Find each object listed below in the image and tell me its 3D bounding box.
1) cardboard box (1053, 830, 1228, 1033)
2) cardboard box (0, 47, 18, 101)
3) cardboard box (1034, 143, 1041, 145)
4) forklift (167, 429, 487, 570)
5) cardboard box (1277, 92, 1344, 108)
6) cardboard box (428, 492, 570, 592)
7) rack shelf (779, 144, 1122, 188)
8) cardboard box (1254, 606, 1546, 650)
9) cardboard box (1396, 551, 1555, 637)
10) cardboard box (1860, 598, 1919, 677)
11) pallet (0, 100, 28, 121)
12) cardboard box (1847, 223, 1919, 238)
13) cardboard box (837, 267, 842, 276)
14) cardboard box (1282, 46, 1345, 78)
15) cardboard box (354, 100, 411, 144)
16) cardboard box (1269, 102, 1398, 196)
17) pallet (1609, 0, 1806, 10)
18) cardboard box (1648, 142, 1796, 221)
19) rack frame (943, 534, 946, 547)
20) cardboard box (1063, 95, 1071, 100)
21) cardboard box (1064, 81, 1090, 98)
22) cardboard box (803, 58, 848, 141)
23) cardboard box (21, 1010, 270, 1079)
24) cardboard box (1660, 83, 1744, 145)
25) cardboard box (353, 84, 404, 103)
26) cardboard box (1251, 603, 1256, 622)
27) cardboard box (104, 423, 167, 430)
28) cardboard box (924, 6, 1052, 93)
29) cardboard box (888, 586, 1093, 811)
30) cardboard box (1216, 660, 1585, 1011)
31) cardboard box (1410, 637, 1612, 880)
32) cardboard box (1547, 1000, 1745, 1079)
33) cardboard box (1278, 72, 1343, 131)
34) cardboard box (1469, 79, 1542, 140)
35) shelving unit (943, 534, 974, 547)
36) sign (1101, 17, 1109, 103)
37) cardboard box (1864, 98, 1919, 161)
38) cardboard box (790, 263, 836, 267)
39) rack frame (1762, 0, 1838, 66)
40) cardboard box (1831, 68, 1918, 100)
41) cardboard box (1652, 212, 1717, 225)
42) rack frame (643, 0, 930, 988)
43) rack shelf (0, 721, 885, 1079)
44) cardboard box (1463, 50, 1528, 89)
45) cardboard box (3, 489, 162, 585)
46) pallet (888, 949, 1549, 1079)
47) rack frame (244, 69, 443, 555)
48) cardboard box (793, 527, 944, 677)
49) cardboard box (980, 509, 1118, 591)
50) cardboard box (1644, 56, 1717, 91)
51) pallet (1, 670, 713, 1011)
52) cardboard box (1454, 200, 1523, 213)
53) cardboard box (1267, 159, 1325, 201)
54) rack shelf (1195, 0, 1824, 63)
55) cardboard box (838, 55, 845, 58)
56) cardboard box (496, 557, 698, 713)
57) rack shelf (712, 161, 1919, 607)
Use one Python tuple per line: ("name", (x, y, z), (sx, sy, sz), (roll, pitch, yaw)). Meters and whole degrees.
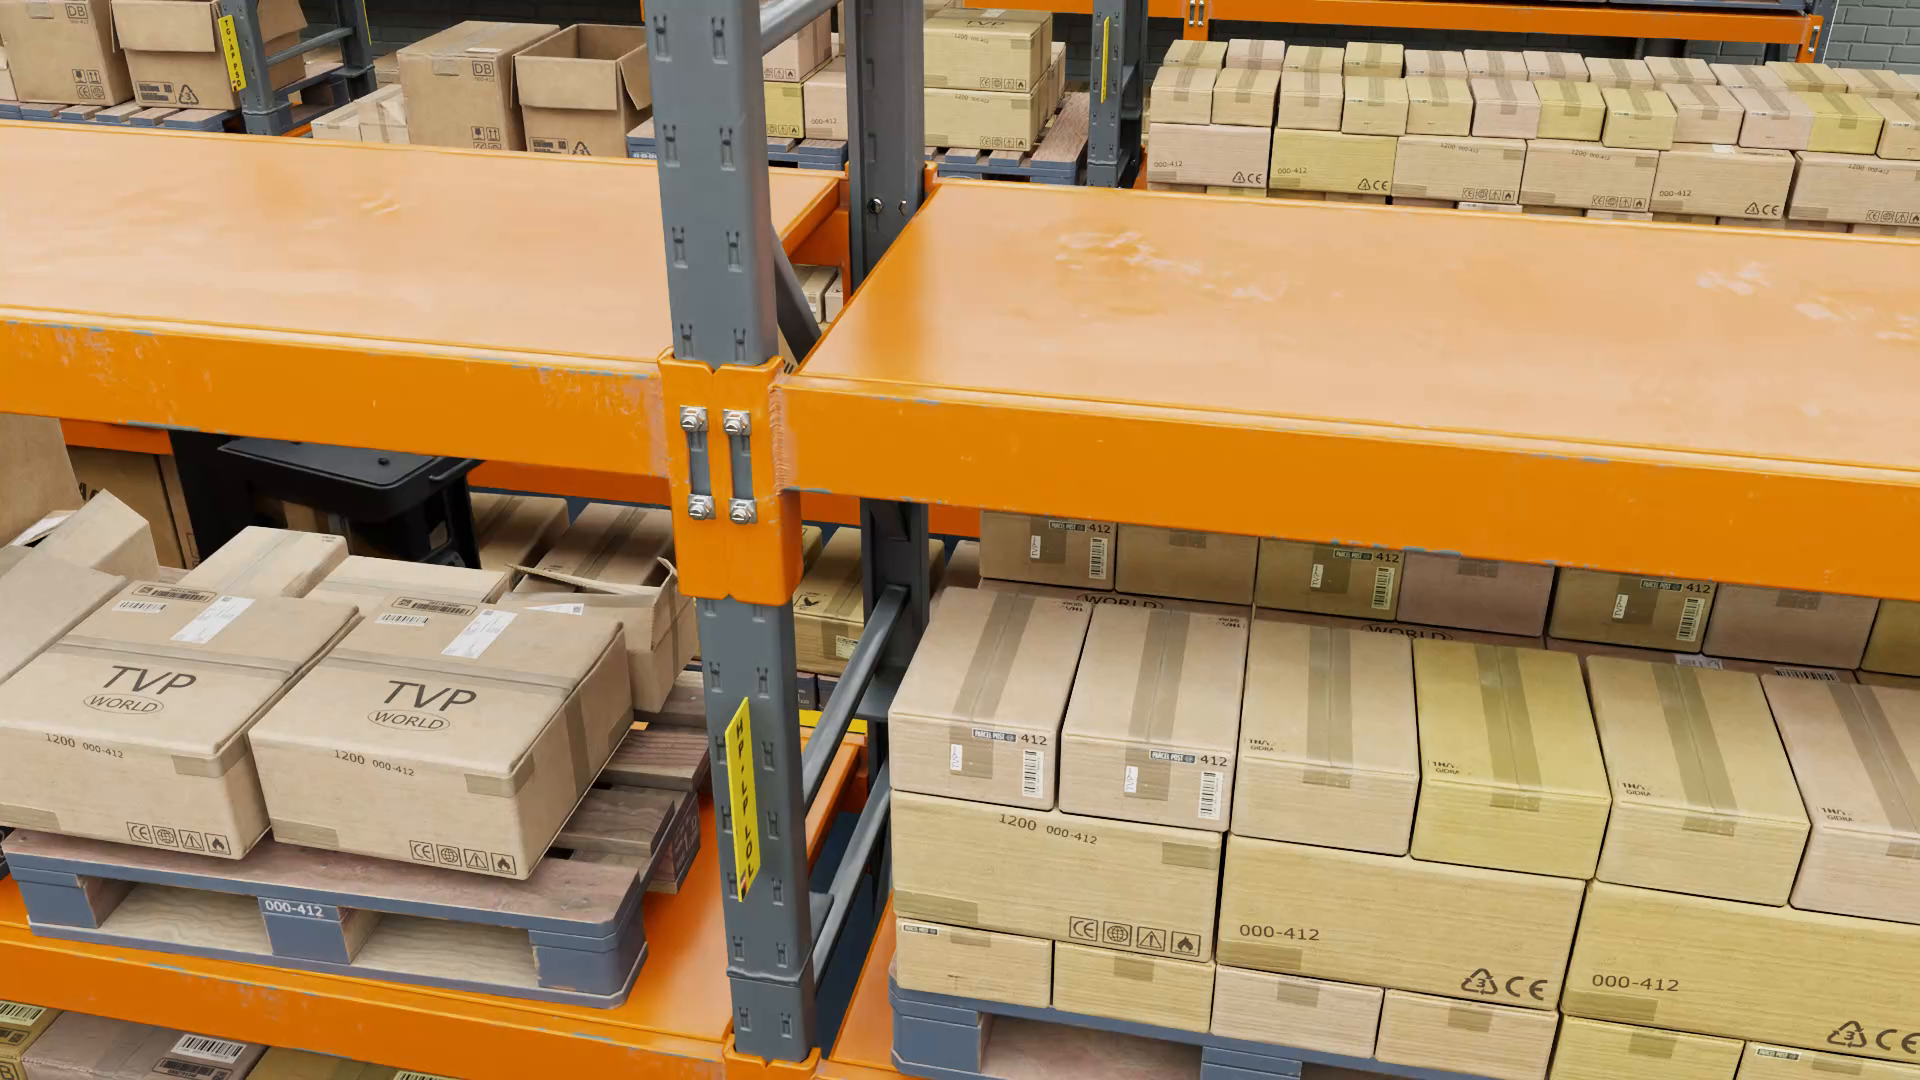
("cardboard box", (0.310, 0.614, 2.763), (0.250, 0.149, 0.380), (6, 29, 11))
("cardboard box", (-4.626, -2.324, 8.113), (0.258, 0.266, 0.396), (5, 29, 9))
("cardboard box", (0.701, -2.971, 12.350), (0.500, 0.250, 0.500), (5, 29, 9))
("forklift", (-2.093, 0.405, 6.620), (3.031, 2.935, 1.130), (13, 31, 22))
("cardboard box", (1.688, -1.921, 7.519), (0.500, 0.250, 0.500), (5, 29, 10))
("cardboard box", (-2.655, 0.120, 9.368), (0.625, 0.372, 0.950), (4, 29, 7))
("rack shelf", (-1.250, -1.709, 8.036), (4.000, 0.370, 1.077), (6, 29, 11))
("cardboard box", (0.801, 0.198, 3.109), (0.500, 0.250, 0.500), (6, 29, 10))
("cardboard box", (0.932, 0.006, 3.043), (0.250, 0.149, 0.380), (6, 29, 11))
("cardboard box", (1.681, 0.082, 2.904), (0.250, 0.149, 0.380), (6, 29, 11))
("pallet", (-4.941, -2.293, 8.549), (1.213, 0.211, 1.003), (7, 30, 13))
("cardboard box", (3.707, -1.269, 6.745), (0.250, 0.149, 0.380), (7, 29, 12))
("cardboard box", (-0.663, -1.154, 8.546), (0.500, 0.500, 0.500), (6, 29, 10))
("cardboard box", (1.568, -2.076, 7.388), (0.250, 0.149, 0.380), (7, 29, 12))
("cardboard box", (-2.684, -2.029, 8.011), (0.258, 0.266, 0.396), (6, 29, 11))
("cardboard box", (1.585, -1.669, 7.059), (0.500, 0.250, 0.500), (6, 29, 10))
("pallet", (4.965, -3.799, 11.195), (1.213, 0.211, 1.003), (6, 29, 11))
("cardboard box", (3.061, -1.513, 6.775), (0.500, 0.250, 0.500), (7, 29, 12))
("rack frame", (-0.075, -0.534, 10.138), (0.006, 1.200, 0.240), (6, 29, 11))
("cardboard box", (0.874, -3.165, 12.289), (0.250, 0.149, 0.380), (6, 29, 11))
("cardboard box", (0.944, -3.381, 12.685), (0.250, 0.149, 0.380), (6, 29, 10))
("cardboard box", (-0.389, -1.986, 7.511), (0.500, 0.250, 0.500), (6, 29, 11))
("cardboard box", (-1.713, 1.196, 3.959), (0.500, 0.500, 0.700), (6, 29, 11))
("cardboard box", (3.002, -1.735, 6.764), (0.250, 0.149, 0.380), (5, 29, 9))
("cardboard box", (-2.854, -2.182, 8.412), (0.250, 0.149, 0.380), (6, 29, 11))
("cardboard box", (1.227, 0.371, 8.256), (0.500, 0.500, 0.500), (7, 30, 13))
("cardboard box", (-4.258, -0.816, 8.935), (0.500, 0.250, 0.500), (6, 29, 11))
("cardboard box", (0.112, -2.160, 7.308), (0.500, 0.250, 0.500), (7, 29, 12))
("cardboard box", (0.056, 0.239, 2.617), (0.250, 0.149, 0.380), (6, 29, 11))
("cardboard box", (0.685, 0.449, 2.651), (0.500, 0.250, 0.500), (6, 29, 10))
("cardboard box", (0.802, 0.315, 2.479), (0.250, 0.149, 0.380), (5, 29, 10))
("cardboard box", (1.052, 0.690, 2.624), (0.250, 0.149, 0.380), (5, 29, 10))
("cardboard box", (1.463, -1.836, 6.949), (0.250, 0.149, 0.380), (5, 29, 9))
("cardboard box", (2.231, -1.774, 6.836), (0.250, 0.149, 0.380), (5, 29, 10))
("shelving unit", (0.014, -0.525, 10.121), (0.189, 1.200, 0.258), (6, 29, 11))
("sign", (0.594, -1.962, 6.801), (0.005, 0.325, 0.100), (6, 29, 11))
("cardboard box", (3.728, -1.619, 6.552), (0.250, 0.149, 0.380), (6, 29, 10))
("cardboard box", (-0.764, -1.425, 8.365), (0.250, 0.149, 0.380), (7, 30, 13))
("rack frame", (5.651, -2.439, 11.743), (0.127, 3.000, 1.000), (6, 29, 11))
("cardboard box", (3.831, -1.866, 7.004), (0.250, 0.149, 0.380), (6, 29, 11))
("cardboard box", (2.964, -1.359, 6.908), (0.250, 0.149, 0.380), (5, 29, 9))
("rack frame", (-0.229, -0.805, 2.511), (0.127, 3.000, 1.000), (6, 29, 11))
("rack shelf", (-2.185, 0.626, 3.771), (4.000, 0.370, 1.077), (6, 29, 11))
("cardboard box", (2.344, -2.036, 7.315), (0.250, 0.149, 0.380), (6, 29, 11))
("cardboard box", (-2.015, 0.055, 3.664), (0.258, 0.266, 0.396), (6, 29, 11))
("pallet", (0.569, 0.637, 3.094), (1.213, 0.211, 1.003), (6, 29, 11))
("rack frame", (-3.206, -0.909, 8.949), (0.127, 3.000, 1.000), (6, 29, 11))
("cardboard box", (-0.511, 0.338, 8.970), (0.625, 0.372, 0.950), (8, 30, 14))
("cardboard box", (0.195, -0.070, 3.182), (0.250, 0.149, 0.380), (6, 29, 10))
("cardboard box", (3.101, -1.970, 7.195), (0.250, 0.149, 0.380), (7, 29, 12))
("pallet", (-1.136, 0.526, 3.403), (1.217, 0.209, 0.805), (5, 29, 9))
("cardboard box", (2.202, -1.397, 6.978), (0.250, 0.149, 0.380), (5, 29, 10))
("cardboard box", (1.469, -1.542, 7.243), (0.250, 0.149, 0.380), (6, 29, 11))
("rack shelf", (3.695, -3.639, 11.561), (4.000, 0.370, 1.077), (6, 29, 11))
("cardboard box", (-0.278, -2.240, 7.975), (0.500, 0.250, 0.500), (5, 29, 10))
("cardboard box", (-0.767, 0.164, 3.464), (0.396, 0.266, 0.258), (5, 29, 10))
("rack shelf", (1.727, -0.113, 2.414), (4.000, 0.370, 1.077), (6, 29, 11))
